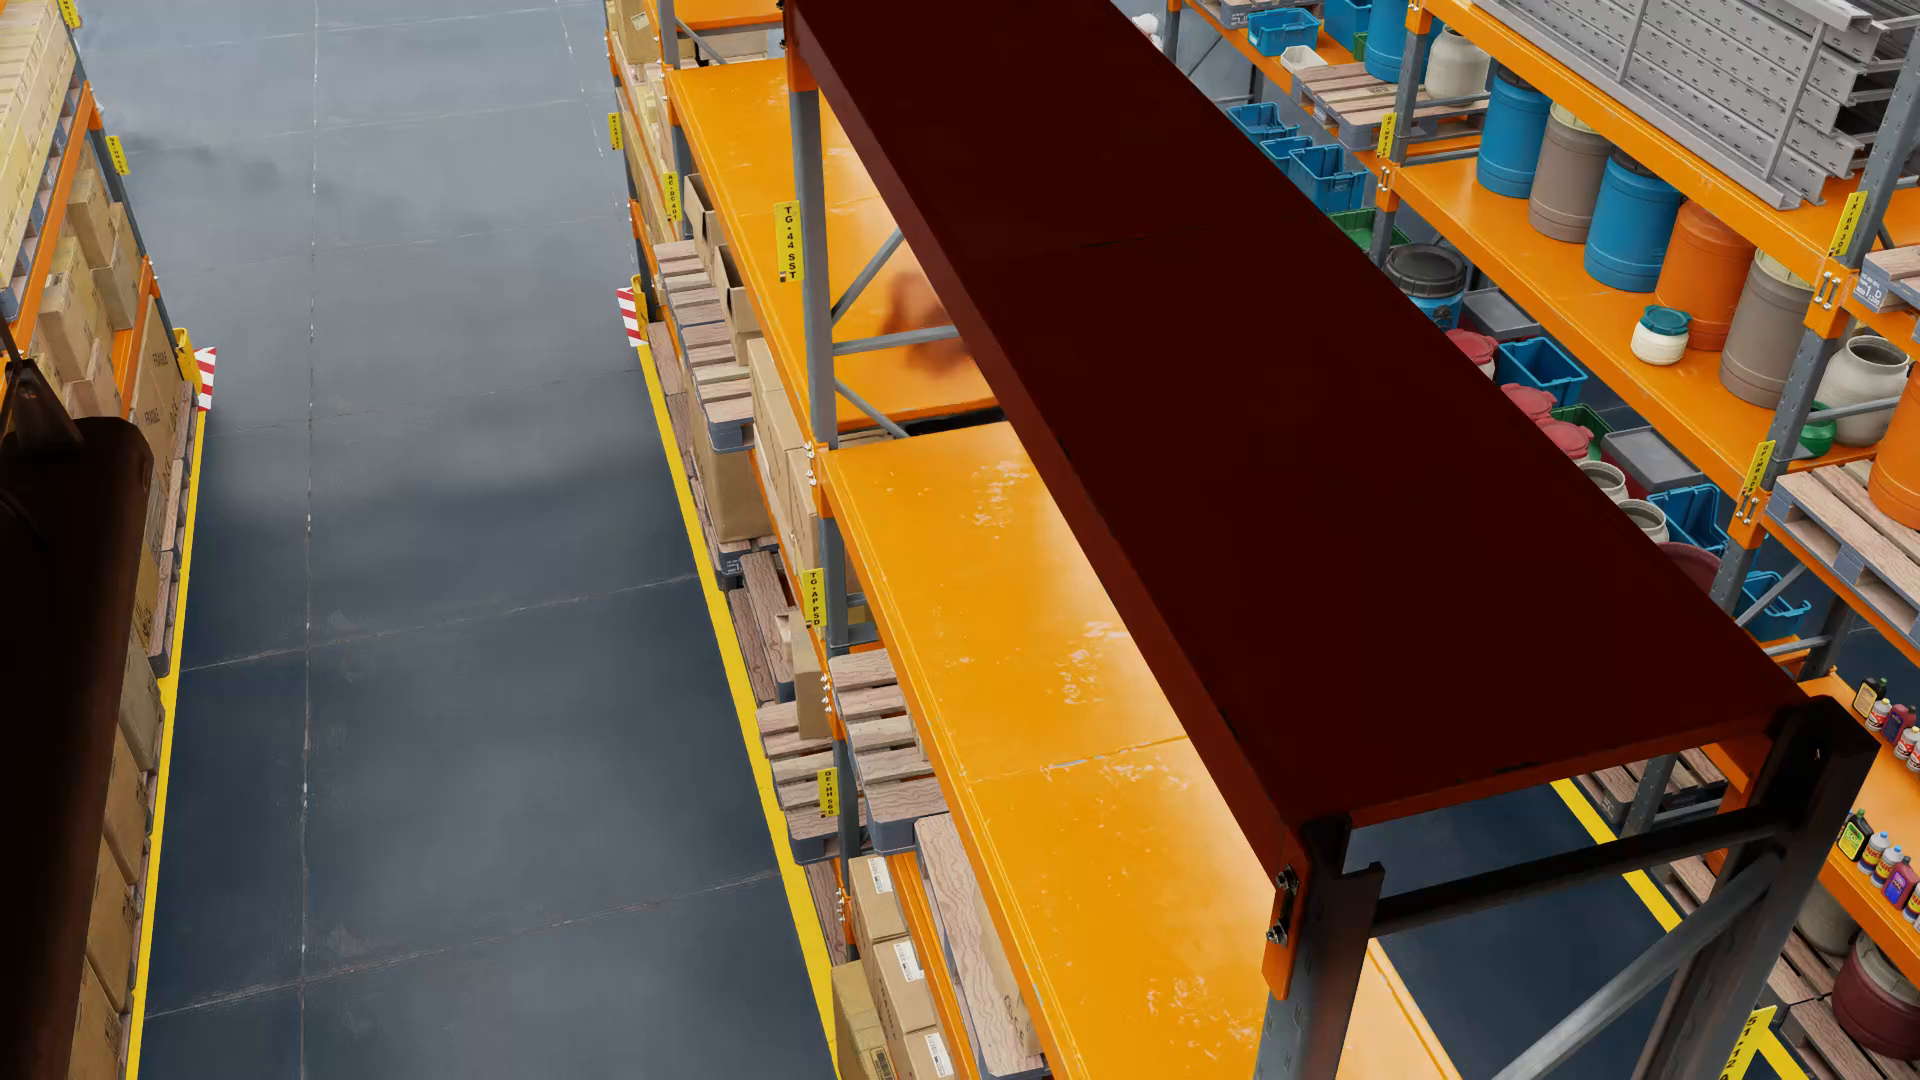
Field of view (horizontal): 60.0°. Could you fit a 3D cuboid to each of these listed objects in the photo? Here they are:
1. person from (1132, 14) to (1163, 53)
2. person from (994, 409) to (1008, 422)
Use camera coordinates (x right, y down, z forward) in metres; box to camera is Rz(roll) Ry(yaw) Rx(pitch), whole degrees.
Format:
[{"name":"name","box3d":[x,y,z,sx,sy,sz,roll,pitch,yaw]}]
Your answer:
[{"name":"person","box3d":[1.907,-4.605,17.233,0.789,1.754,0.702,13,40,16]},{"name":"person","box3d":[0.422,-0.496,12.073,0.581,1.663,0.592,-14,40,-17]}]
